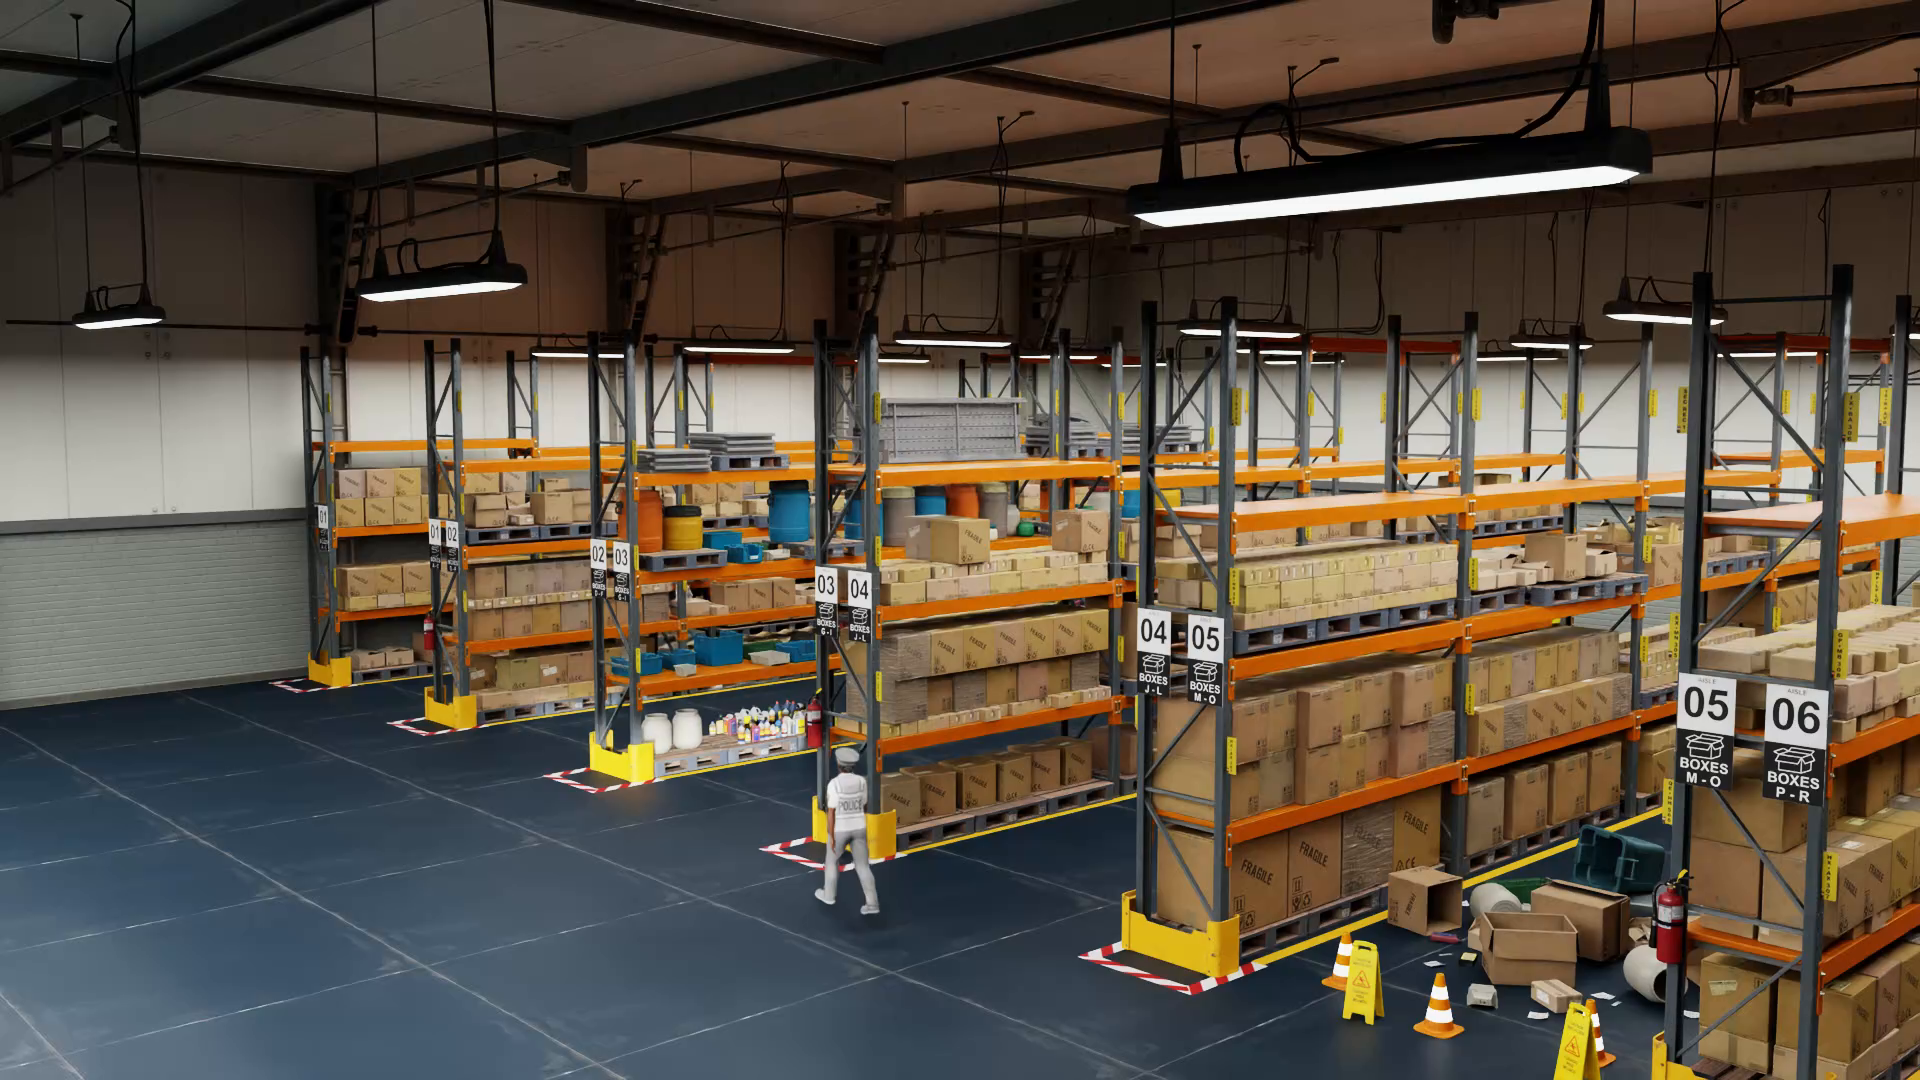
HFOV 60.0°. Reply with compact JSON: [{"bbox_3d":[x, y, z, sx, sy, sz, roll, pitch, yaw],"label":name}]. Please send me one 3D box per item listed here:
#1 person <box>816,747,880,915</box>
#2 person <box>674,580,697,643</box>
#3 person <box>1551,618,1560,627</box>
[{"bbox_3d":[-1.126,2.886,16.555,0.457,1.626,1.041,-3,6,-29],"label":"person"},{"bbox_3d":[-5.363,1.450,32.182,0.544,1.758,0.598,-3,6,-30],"label":"person"},{"bbox_3d":[9.228,2.027,25.705,0.508,1.761,0.611,-3,6,-33],"label":"person"}]
